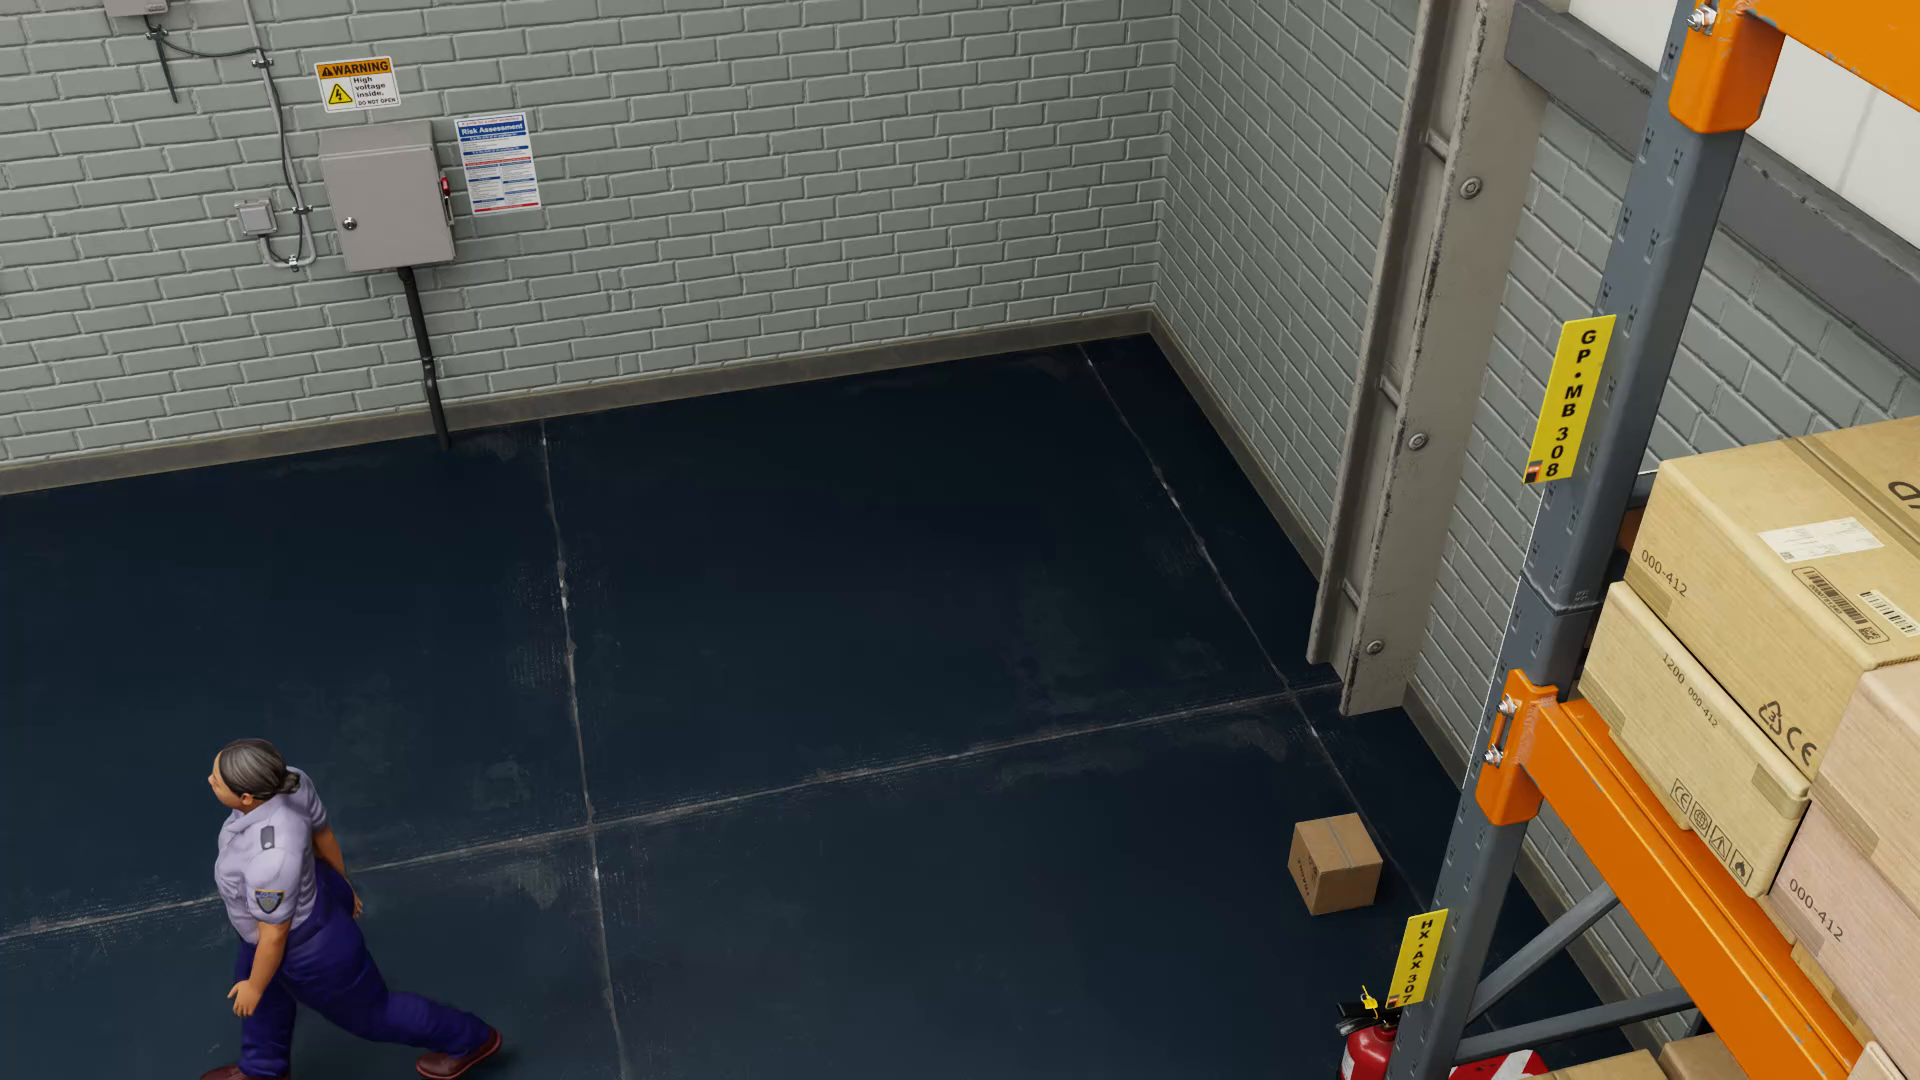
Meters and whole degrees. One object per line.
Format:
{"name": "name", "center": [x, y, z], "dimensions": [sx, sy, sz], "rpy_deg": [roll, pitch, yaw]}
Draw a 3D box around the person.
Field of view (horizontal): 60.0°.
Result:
{"name": "person", "center": [-2.073, 1.219, 5.184], "dimensions": [0.987, 1.596, 0.471], "rpy_deg": [-13, 40, -16]}
